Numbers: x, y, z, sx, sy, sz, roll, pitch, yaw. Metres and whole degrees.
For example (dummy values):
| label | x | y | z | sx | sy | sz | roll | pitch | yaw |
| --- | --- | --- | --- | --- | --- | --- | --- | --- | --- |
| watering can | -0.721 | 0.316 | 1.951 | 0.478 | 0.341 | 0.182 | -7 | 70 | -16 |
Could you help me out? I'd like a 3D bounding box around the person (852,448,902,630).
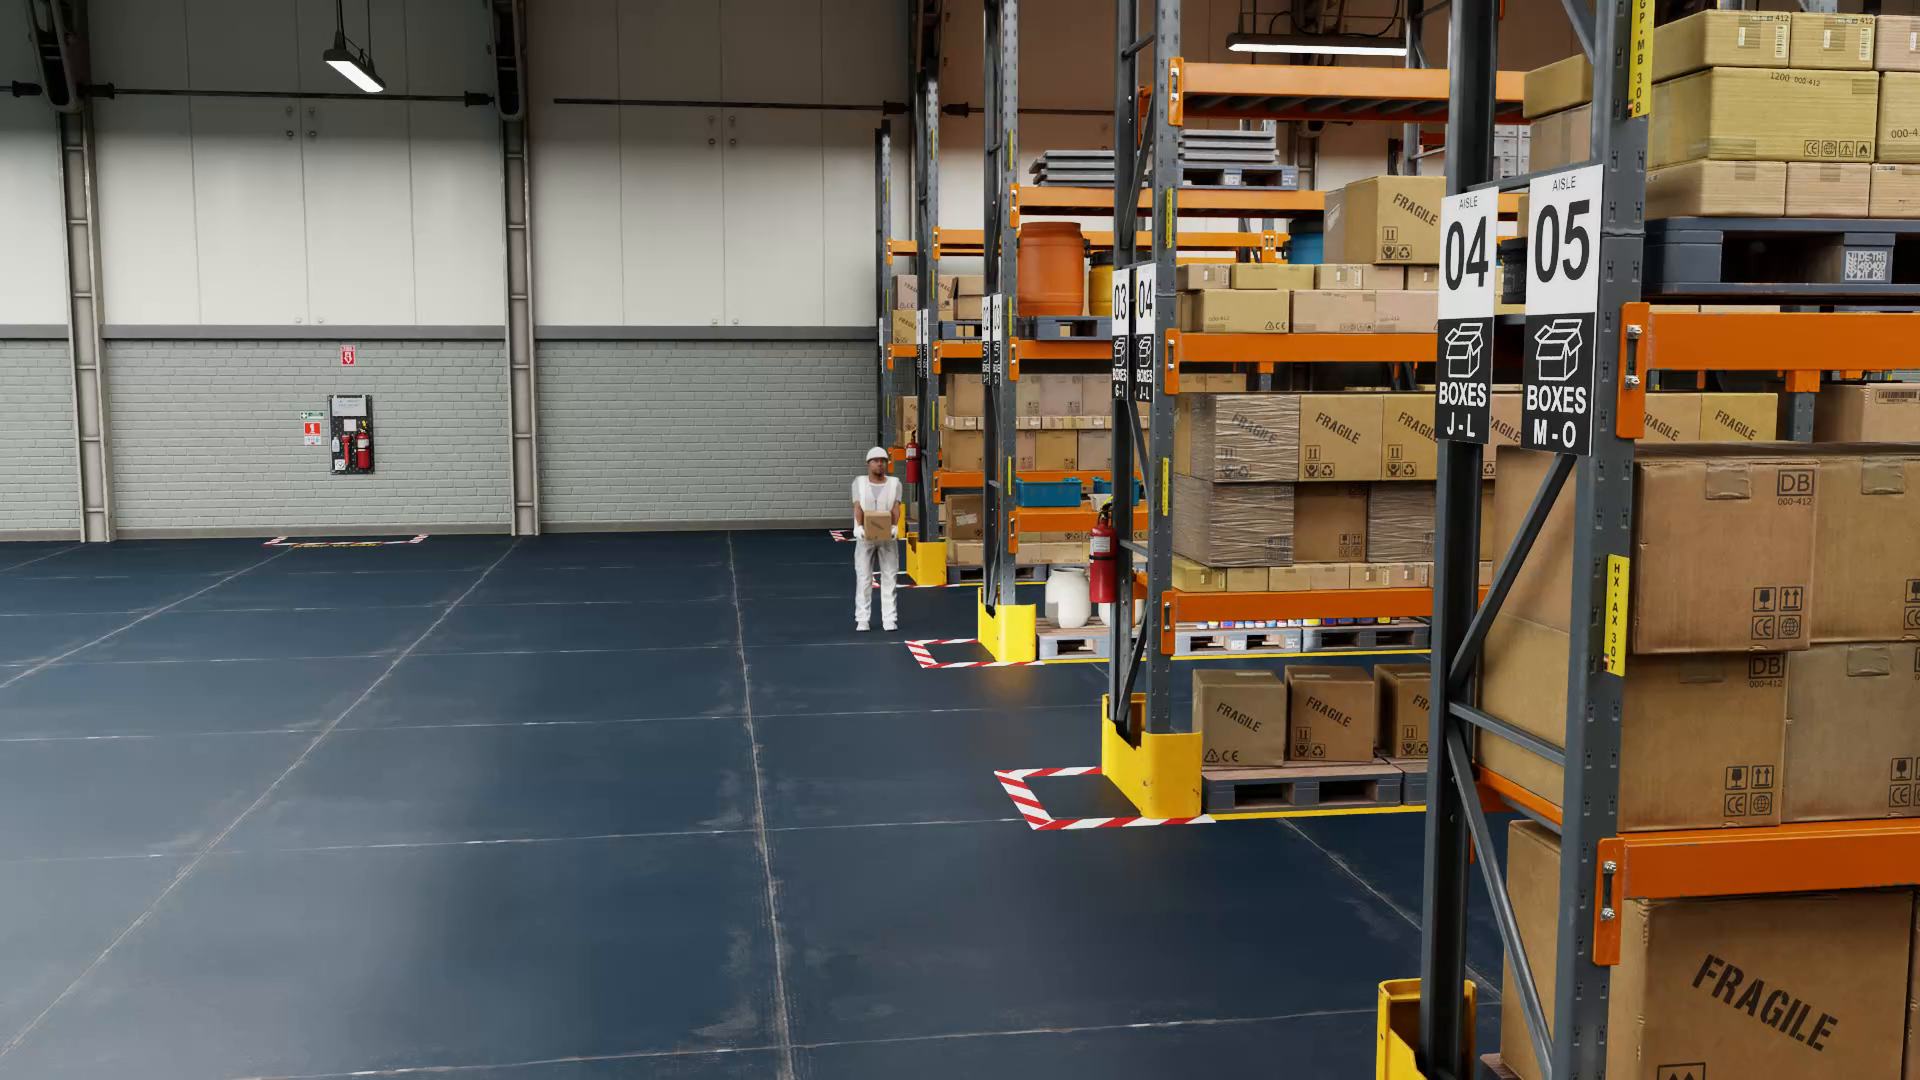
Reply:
| label | x | y | z | sx | sy | sz | roll | pitch | yaw |
| --- | --- | --- | --- | --- | --- | --- | --- | --- | --- |
| person | -0.796 | 0.000 | 16.146 | 0.487 | 1.778 | 0.584 | -1 | 6 | -6 |
